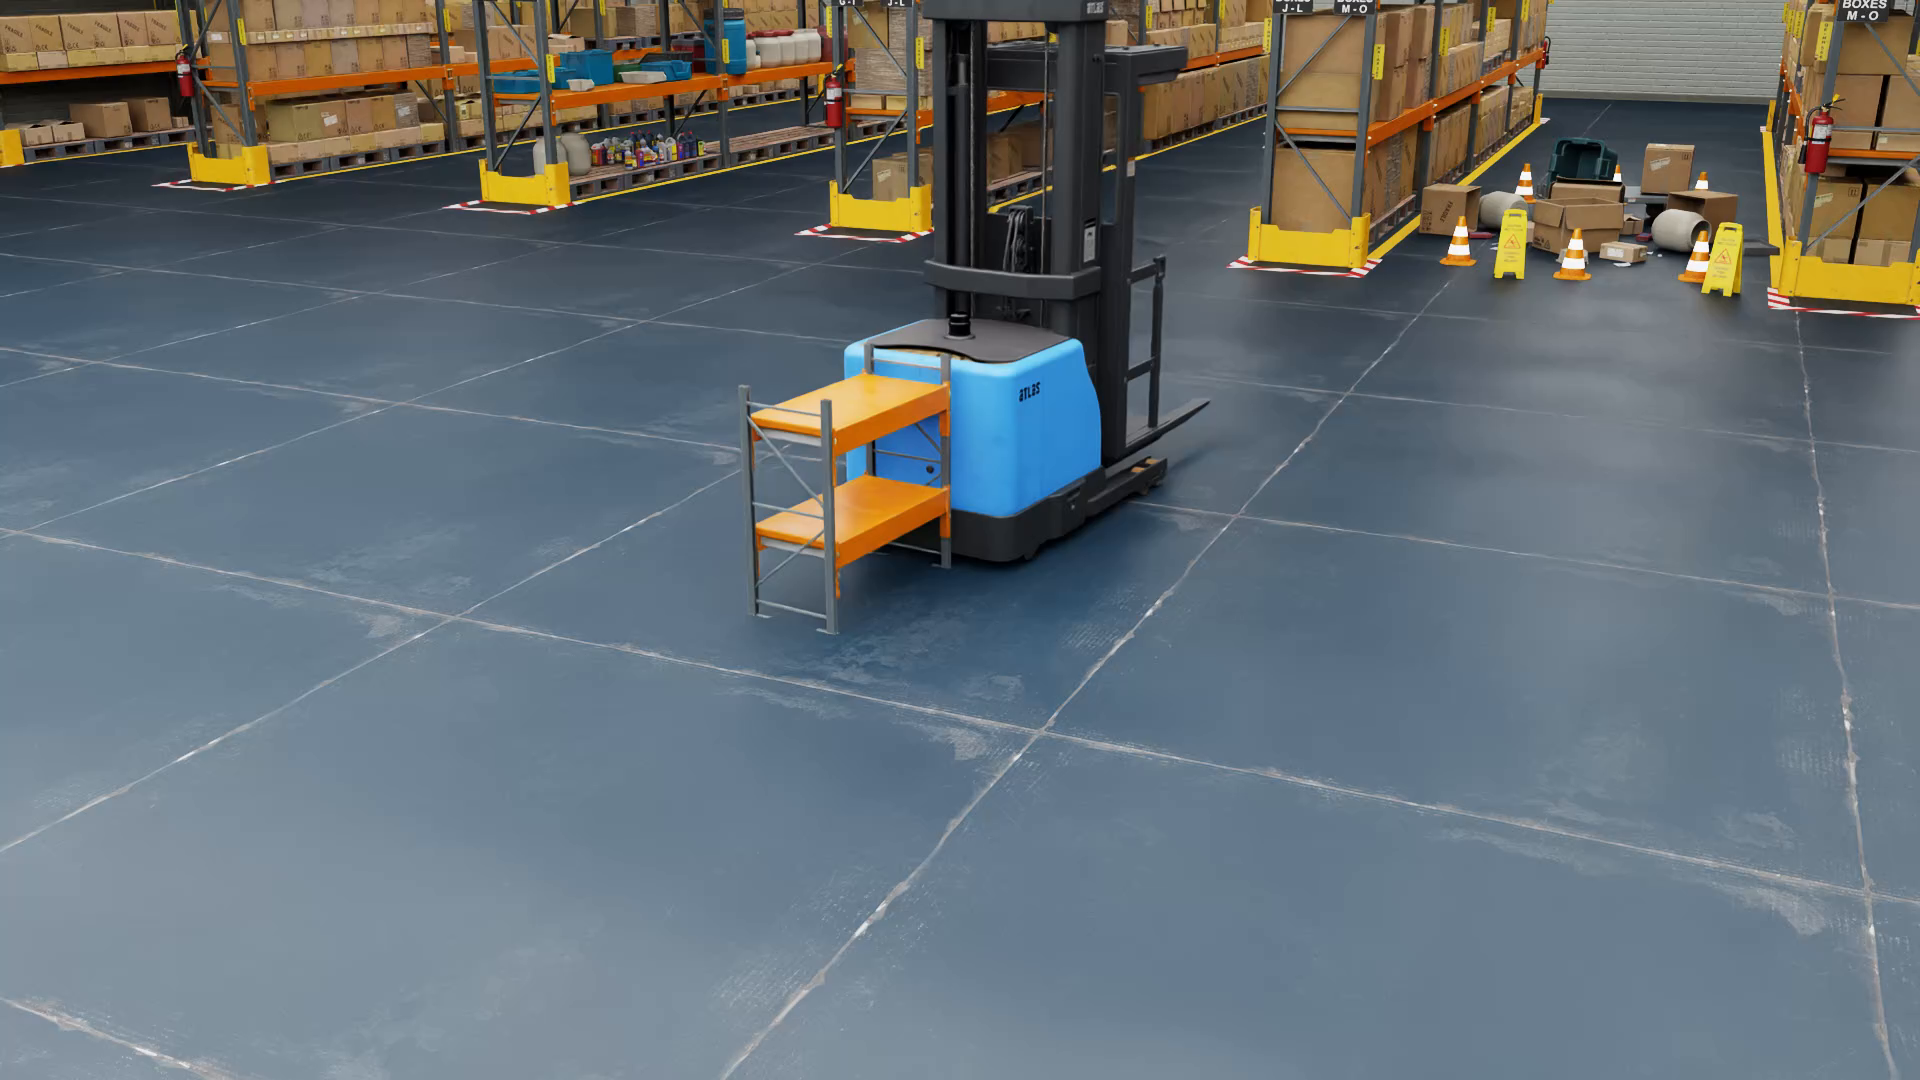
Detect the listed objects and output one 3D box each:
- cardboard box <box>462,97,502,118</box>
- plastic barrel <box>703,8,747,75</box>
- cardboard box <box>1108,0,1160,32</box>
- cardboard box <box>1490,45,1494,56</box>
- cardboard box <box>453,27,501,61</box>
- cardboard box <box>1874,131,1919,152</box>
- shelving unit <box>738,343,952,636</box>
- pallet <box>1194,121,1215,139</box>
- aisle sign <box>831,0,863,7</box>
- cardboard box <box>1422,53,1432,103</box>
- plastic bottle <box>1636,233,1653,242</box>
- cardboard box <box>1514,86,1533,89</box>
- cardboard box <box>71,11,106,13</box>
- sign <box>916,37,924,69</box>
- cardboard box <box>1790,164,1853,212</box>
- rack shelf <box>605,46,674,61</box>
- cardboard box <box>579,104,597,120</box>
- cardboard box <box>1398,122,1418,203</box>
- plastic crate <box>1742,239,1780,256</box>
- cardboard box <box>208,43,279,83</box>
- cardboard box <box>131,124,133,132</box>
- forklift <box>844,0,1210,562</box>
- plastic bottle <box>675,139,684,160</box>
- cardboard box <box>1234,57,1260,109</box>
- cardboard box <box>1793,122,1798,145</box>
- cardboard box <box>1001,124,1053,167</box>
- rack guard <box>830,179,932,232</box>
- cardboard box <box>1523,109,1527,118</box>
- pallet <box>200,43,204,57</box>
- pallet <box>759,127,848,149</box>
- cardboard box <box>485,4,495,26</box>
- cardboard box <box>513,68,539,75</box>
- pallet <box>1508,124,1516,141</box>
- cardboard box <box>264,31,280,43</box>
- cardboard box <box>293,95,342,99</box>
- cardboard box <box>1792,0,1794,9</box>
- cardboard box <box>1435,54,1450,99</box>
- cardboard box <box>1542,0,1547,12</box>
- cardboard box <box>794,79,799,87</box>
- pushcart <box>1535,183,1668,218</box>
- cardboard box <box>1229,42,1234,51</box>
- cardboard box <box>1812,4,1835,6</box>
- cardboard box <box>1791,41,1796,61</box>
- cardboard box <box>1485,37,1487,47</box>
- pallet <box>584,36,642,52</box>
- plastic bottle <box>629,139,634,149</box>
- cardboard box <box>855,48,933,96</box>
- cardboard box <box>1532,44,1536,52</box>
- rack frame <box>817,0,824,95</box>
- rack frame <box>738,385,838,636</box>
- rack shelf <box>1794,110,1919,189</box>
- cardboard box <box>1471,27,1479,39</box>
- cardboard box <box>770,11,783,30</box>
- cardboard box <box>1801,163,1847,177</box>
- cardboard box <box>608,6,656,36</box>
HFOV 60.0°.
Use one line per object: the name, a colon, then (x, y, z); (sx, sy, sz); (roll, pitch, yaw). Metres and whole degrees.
cardboard box: (-7.730, -6.969, 26.727); (0.500, 0.311, 0.500); (8, 21, 22)
plastic barrel: (-3.384, -7.189, 23.960); (0.600, 0.901, 0.708); (9, 21, 23)
cardboard box: (2.652, -8.161, 25.793); (0.797, 0.503, 0.637); (9, 22, 25)
cardboard box: (7.730, -7.303, 24.774); (0.380, 0.149, 0.250); (9, 21, 23)
cardboard box: (-7.791, -7.998, 26.833); (0.500, 0.500, 0.500); (10, 22, 27)
cardboard box: (8.431, -3.572, 14.910); (0.380, 0.149, 0.250); (9, 21, 23)
shelving unit: (-0.527, -0.277, 8.069); (0.538, 1.125, 1.048); (11, 23, 29)
pallet: (3.729, -7.083, 28.569); (1.003, 0.211, 1.213); (9, 21, 23)
aisle sign: (-1.237, -6.221, 18.106); (0.394, 0.787, 0.004); (9, 21, 23)
cardboard box: (5.044, -5.442, 19.570); (0.875, 0.550, 0.550); (9, 21, 23)
plastic bottle: (7.502, -3.316, 18.201); (0.133, 0.061, 0.283); (13, 23, 32)
cardboard box: (10.112, -8.092, 29.987); (0.380, 0.149, 0.250); (9, 21, 23)
cardboard box: (-13.664, -8.104, 26.354); (0.500, 0.500, 0.500); (9, 22, 24)
sign: (-0.443, -5.308, 18.125); (0.100, 0.325, 0.005); (9, 21, 23)
cardboard box: (8.831, -3.626, 17.046); (0.500, 0.500, 0.500); (10, 22, 26)
rack shelf: (-5.879, -9.053, 31.021); (1.077, 0.370, 4.000); (9, 21, 23)
cardboard box: (-6.691, -7.488, 29.025); (0.500, 0.250, 0.500); (9, 22, 24)
cardboard box: (4.863, -4.500, 19.689); (0.875, 0.875, 0.875); (9, 21, 24)
plastic crate: (8.350, -3.094, 17.550); (0.402, 0.080, 0.583); (1, 20, 4)
cardboard box: (-9.771, -6.523, 22.684); (0.700, 0.500, 0.500); (9, 21, 23)
cardboard box: (-13.530, -6.614, 26.688); (0.380, 0.149, 0.250); (7, 21, 18)
forklift: (0.573, -1.714, 9.414); (1.130, 2.935, 3.031); (11, 23, 29)
plastic bottle: (-3.926, -5.454, 23.224); (0.061, 0.283, 0.133); (10, 22, 26)
cardboard box: (5.052, -8.577, 31.155); (0.875, 0.875, 0.875); (9, 21, 23)
cardboard box: (11.738, -5.457, 22.380); (0.875, 0.875, 0.875); (8, 21, 22)
cardboard box: (0.971, -5.411, 22.782); (0.700, 0.500, 0.500); (7, 21, 19)
rack guard: (-0.907, -3.820, 18.963); (1.175, 0.500, 0.348); (9, 21, 23)
cardboard box: (9.736, -7.494, 29.192); (0.380, 0.149, 0.250); (8, 21, 20)
pallet: (-12.411, -8.359, 28.284); (1.003, 0.211, 1.213); (9, 21, 23)
pallet: (-2.533, -6.554, 27.083); (1.003, 0.211, 1.213); (9, 21, 23)
cardboard box: (-9.740, -10.545, 33.521); (0.500, 0.500, 0.500); (9, 21, 23)
cardboard box: (-9.181, -9.916, 35.479); (0.700, 0.500, 0.500); (9, 21, 23)
pallet: (8.703, -6.828, 27.852); (1.003, 0.211, 1.213); (9, 21, 23)
cardboard box: (-9.511, -6.859, 22.661); (0.380, 0.149, 0.250); (8, 21, 21)
cardboard box: (-9.424, -6.256, 24.440); (0.500, 0.500, 0.500); (9, 21, 23)
cardboard box: (13.586, -8.446, 26.601); (0.500, 0.500, 0.500); (9, 21, 23)
cardboard box: (5.645, -5.657, 20.249); (0.500, 0.500, 0.500); (9, 21, 23)
cardboard box: (10.137, -9.638, 29.508); (0.500, 0.500, 0.500); (8, 21, 22)
cardboard box: (-3.668, -9.787, 35.583); (0.380, 0.166, 0.250); (9, 21, 23)
pushcart: (7.641, -3.899, 19.370); (1.648, 0.377, 0.936); (1, 20, 4)
cardboard box: (4.616, -8.730, 29.415); (0.380, 0.149, 0.250); (9, 22, 24)
cardboard box: (9.363, -5.391, 17.565); (0.700, 0.500, 0.500); (8, 21, 22)
cardboard box: (11.743, -6.724, 22.878); (0.500, 0.250, 0.500); (8, 21, 21)
cardboard box: (7.418, -7.213, 24.080); (0.380, 0.149, 0.250); (8, 21, 21)
pallet: (-6.484, -8.907, 29.823); (1.213, 0.211, 1.003); (9, 21, 23)
plastic bottle: (-4.631, -5.501, 23.375); (0.097, 0.271, 0.097); (0, 20, 0)
cardboard box: (-0.687, -5.326, 18.875); (0.875, 0.500, 0.500); (9, 21, 23)
cardboard box: (9.914, -8.666, 29.236); (0.380, 0.149, 0.250); (9, 22, 24)
rack frame: (-3.422, -11.226, 36.058); (1.000, 3.000, 0.127); (9, 21, 23)
rack frame: (-0.789, -0.131, 7.658); (0.500, 1.125, 0.032); (11, 23, 29)
rack shelf: (8.922, -3.887, 16.495); (1.077, 0.370, 4.000); (9, 21, 23)
cardboard box: (7.190, -7.184, 23.554); (0.380, 0.149, 0.250); (9, 21, 23)
cardboard box: (-3.982, -10.634, 34.244); (0.500, 0.500, 0.500); (8, 21, 22)
cardboard box: (8.283, -3.578, 15.943); (0.380, 0.149, 0.250); (9, 22, 24)
cardboard box: (-5.994, -9.487, 30.391); (0.700, 0.500, 0.500); (13, 23, 33)
